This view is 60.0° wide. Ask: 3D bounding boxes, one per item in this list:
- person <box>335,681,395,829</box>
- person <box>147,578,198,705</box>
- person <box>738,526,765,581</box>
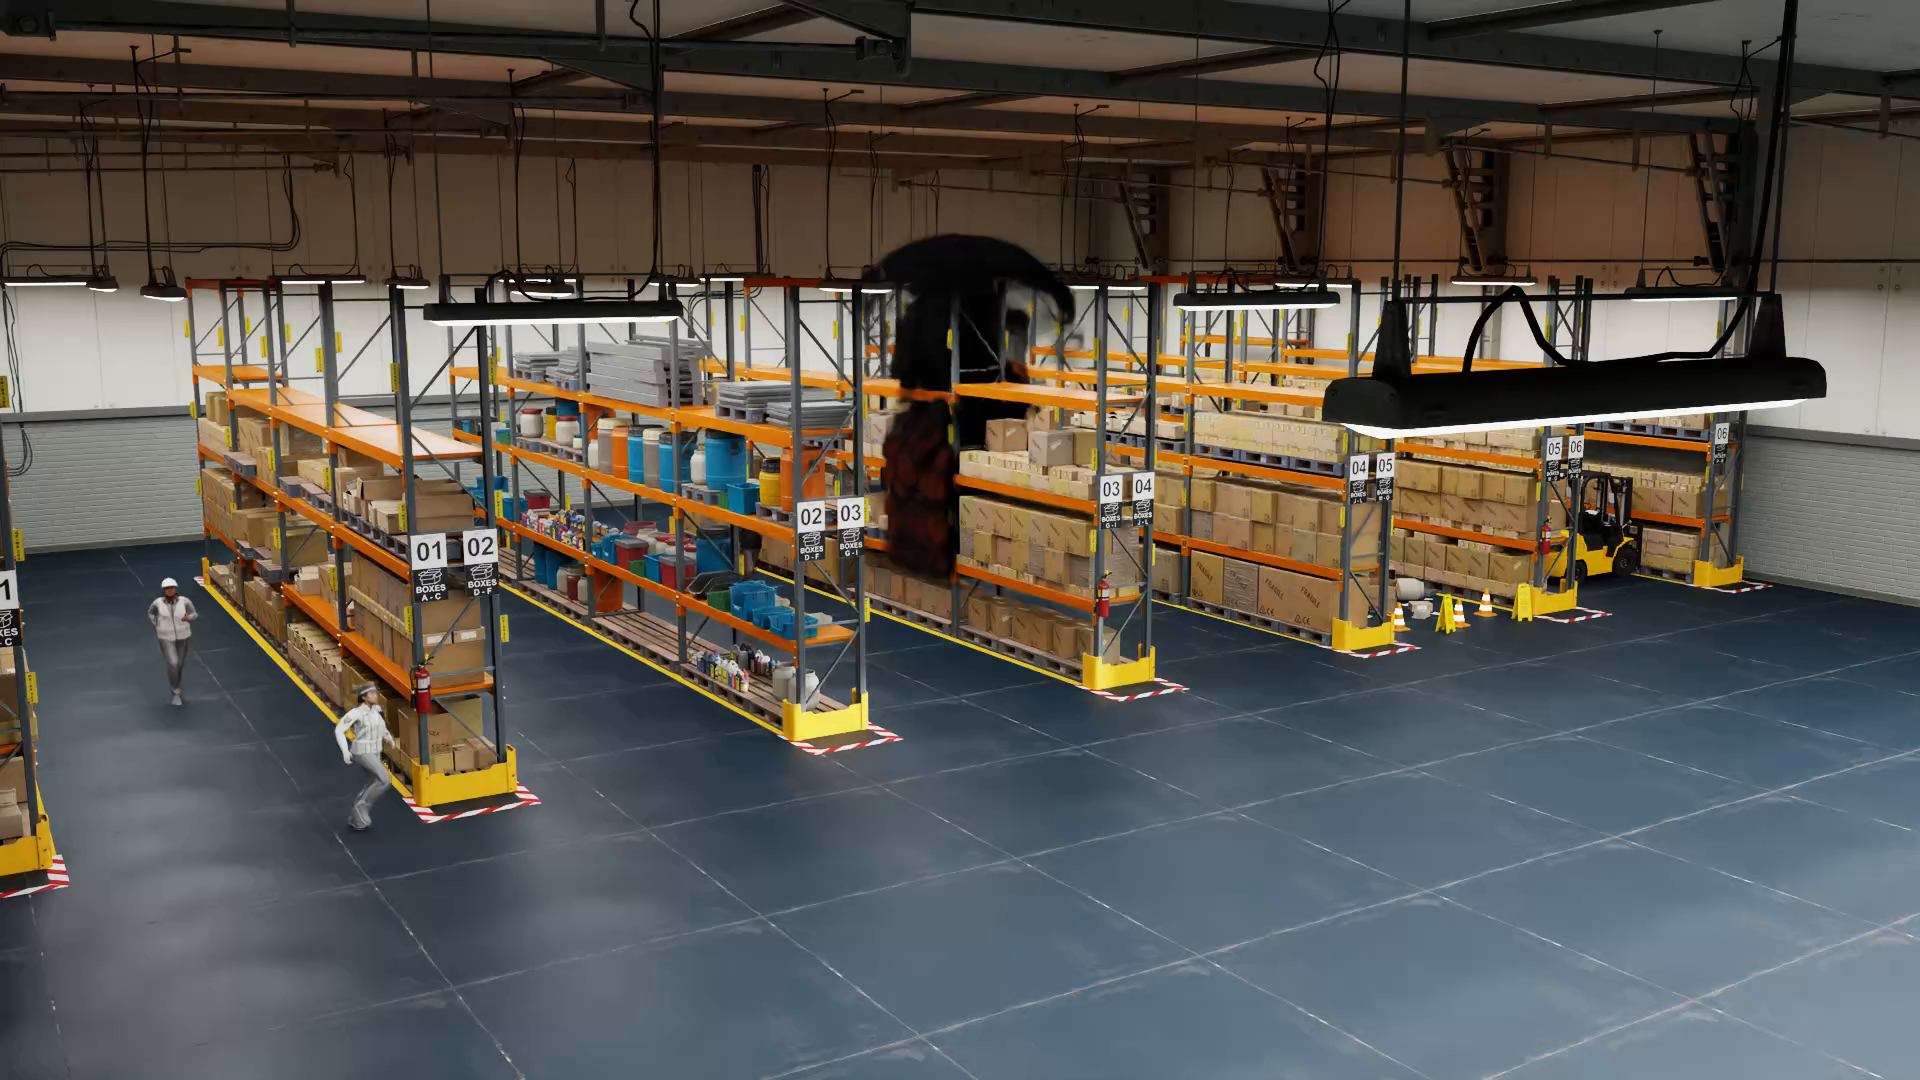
[{"bbox_3d":[-6.612,2.404,18.735,0.560,1.647,0.611,3,10,15],"label":"person"},{"bbox_3d":[-11.397,1.443,24.162,0.630,1.837,0.789,-7,12,-36],"label":"person"},{"bbox_3d":[-3.761,0.229,29.852,0.641,1.826,0.705,-8,13,-41],"label":"person"}]
